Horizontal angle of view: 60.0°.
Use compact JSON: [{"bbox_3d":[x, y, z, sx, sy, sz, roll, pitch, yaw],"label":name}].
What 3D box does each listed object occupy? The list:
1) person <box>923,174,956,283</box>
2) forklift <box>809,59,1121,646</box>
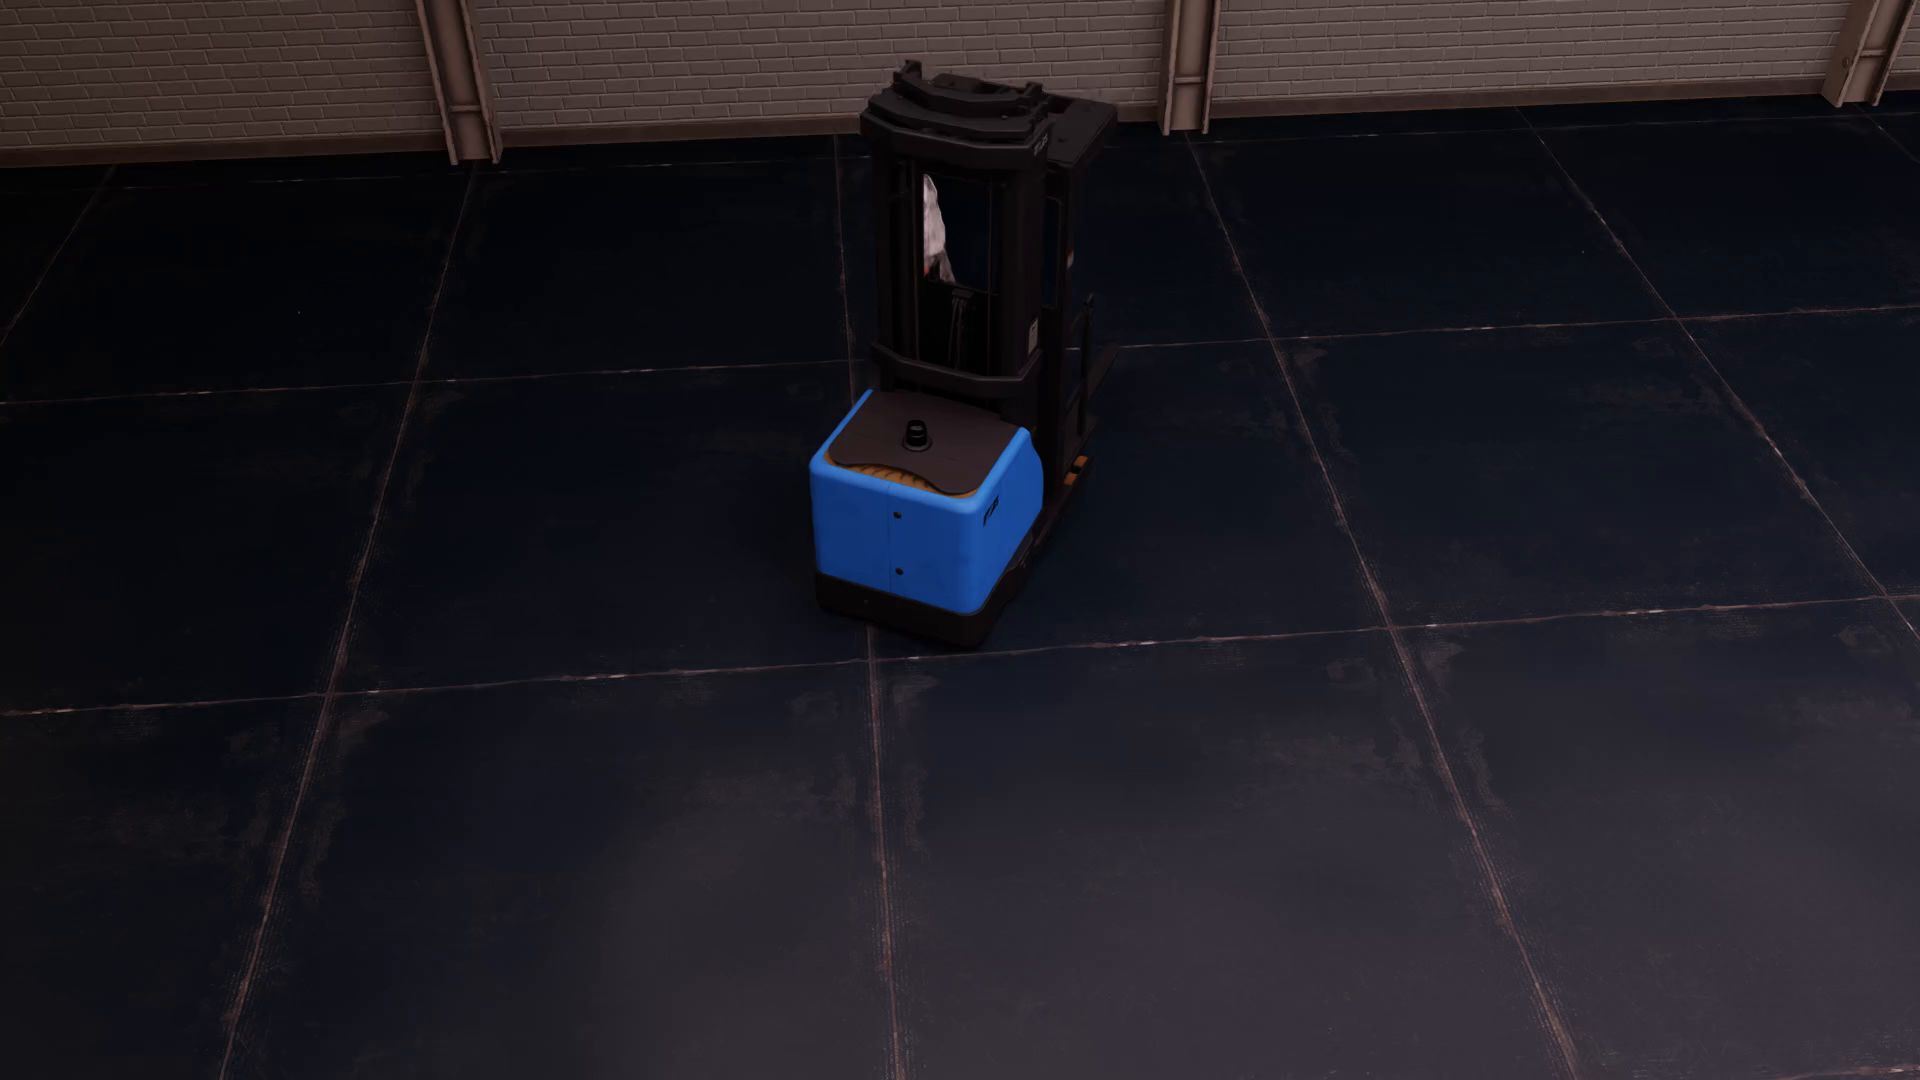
[{"bbox_3d":[-0.179,-1.962,11.076,0.593,1.759,0.663,1,41,2],"label":"person"},{"bbox_3d":[0.200,-1.475,9.662,1.130,2.935,3.031,15,43,17],"label":"forklift"}]
